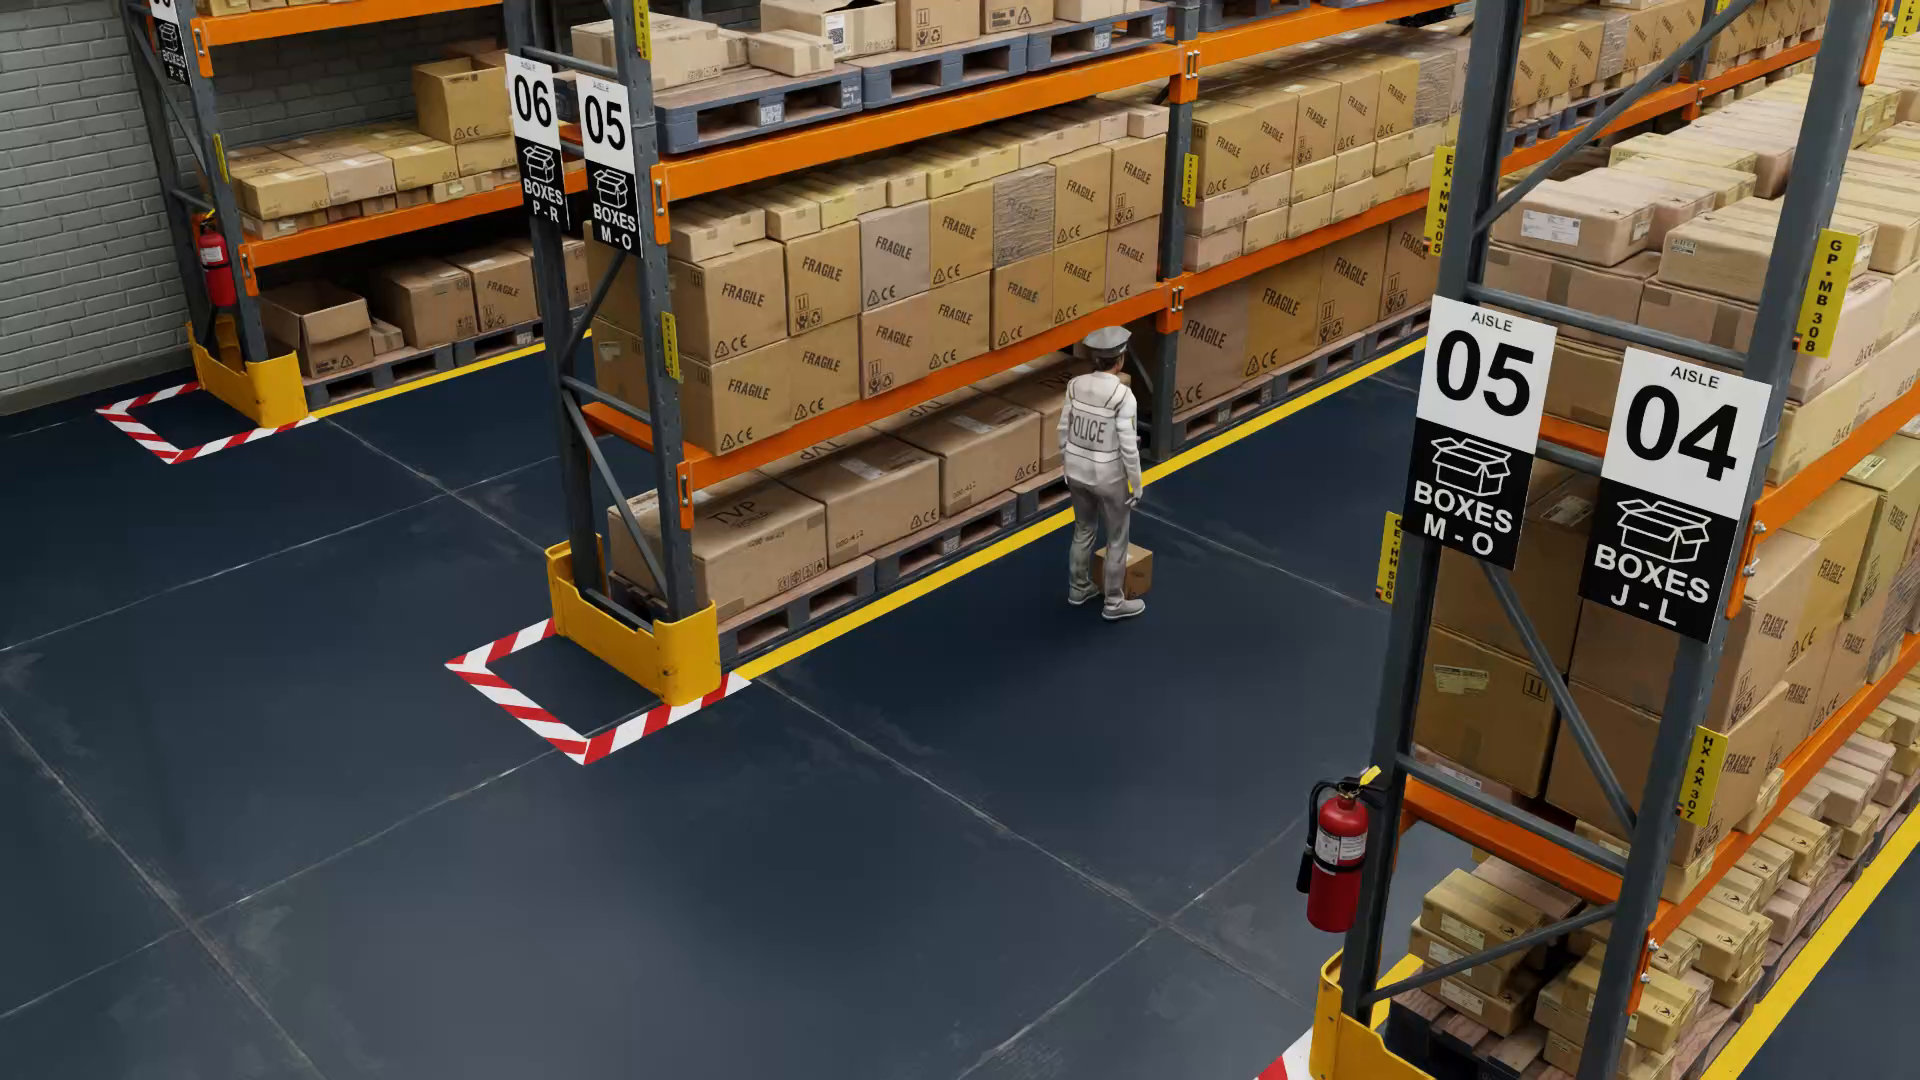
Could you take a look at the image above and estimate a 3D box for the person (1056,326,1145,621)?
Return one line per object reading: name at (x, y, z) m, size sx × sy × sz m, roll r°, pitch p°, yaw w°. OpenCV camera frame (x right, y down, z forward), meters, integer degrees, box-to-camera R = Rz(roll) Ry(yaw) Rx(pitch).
person at (0.784, -0.361, 9.296) m, size 0.546 × 1.664 × 0.375 m, roll 22°, pitch 35°, yaw 36°
